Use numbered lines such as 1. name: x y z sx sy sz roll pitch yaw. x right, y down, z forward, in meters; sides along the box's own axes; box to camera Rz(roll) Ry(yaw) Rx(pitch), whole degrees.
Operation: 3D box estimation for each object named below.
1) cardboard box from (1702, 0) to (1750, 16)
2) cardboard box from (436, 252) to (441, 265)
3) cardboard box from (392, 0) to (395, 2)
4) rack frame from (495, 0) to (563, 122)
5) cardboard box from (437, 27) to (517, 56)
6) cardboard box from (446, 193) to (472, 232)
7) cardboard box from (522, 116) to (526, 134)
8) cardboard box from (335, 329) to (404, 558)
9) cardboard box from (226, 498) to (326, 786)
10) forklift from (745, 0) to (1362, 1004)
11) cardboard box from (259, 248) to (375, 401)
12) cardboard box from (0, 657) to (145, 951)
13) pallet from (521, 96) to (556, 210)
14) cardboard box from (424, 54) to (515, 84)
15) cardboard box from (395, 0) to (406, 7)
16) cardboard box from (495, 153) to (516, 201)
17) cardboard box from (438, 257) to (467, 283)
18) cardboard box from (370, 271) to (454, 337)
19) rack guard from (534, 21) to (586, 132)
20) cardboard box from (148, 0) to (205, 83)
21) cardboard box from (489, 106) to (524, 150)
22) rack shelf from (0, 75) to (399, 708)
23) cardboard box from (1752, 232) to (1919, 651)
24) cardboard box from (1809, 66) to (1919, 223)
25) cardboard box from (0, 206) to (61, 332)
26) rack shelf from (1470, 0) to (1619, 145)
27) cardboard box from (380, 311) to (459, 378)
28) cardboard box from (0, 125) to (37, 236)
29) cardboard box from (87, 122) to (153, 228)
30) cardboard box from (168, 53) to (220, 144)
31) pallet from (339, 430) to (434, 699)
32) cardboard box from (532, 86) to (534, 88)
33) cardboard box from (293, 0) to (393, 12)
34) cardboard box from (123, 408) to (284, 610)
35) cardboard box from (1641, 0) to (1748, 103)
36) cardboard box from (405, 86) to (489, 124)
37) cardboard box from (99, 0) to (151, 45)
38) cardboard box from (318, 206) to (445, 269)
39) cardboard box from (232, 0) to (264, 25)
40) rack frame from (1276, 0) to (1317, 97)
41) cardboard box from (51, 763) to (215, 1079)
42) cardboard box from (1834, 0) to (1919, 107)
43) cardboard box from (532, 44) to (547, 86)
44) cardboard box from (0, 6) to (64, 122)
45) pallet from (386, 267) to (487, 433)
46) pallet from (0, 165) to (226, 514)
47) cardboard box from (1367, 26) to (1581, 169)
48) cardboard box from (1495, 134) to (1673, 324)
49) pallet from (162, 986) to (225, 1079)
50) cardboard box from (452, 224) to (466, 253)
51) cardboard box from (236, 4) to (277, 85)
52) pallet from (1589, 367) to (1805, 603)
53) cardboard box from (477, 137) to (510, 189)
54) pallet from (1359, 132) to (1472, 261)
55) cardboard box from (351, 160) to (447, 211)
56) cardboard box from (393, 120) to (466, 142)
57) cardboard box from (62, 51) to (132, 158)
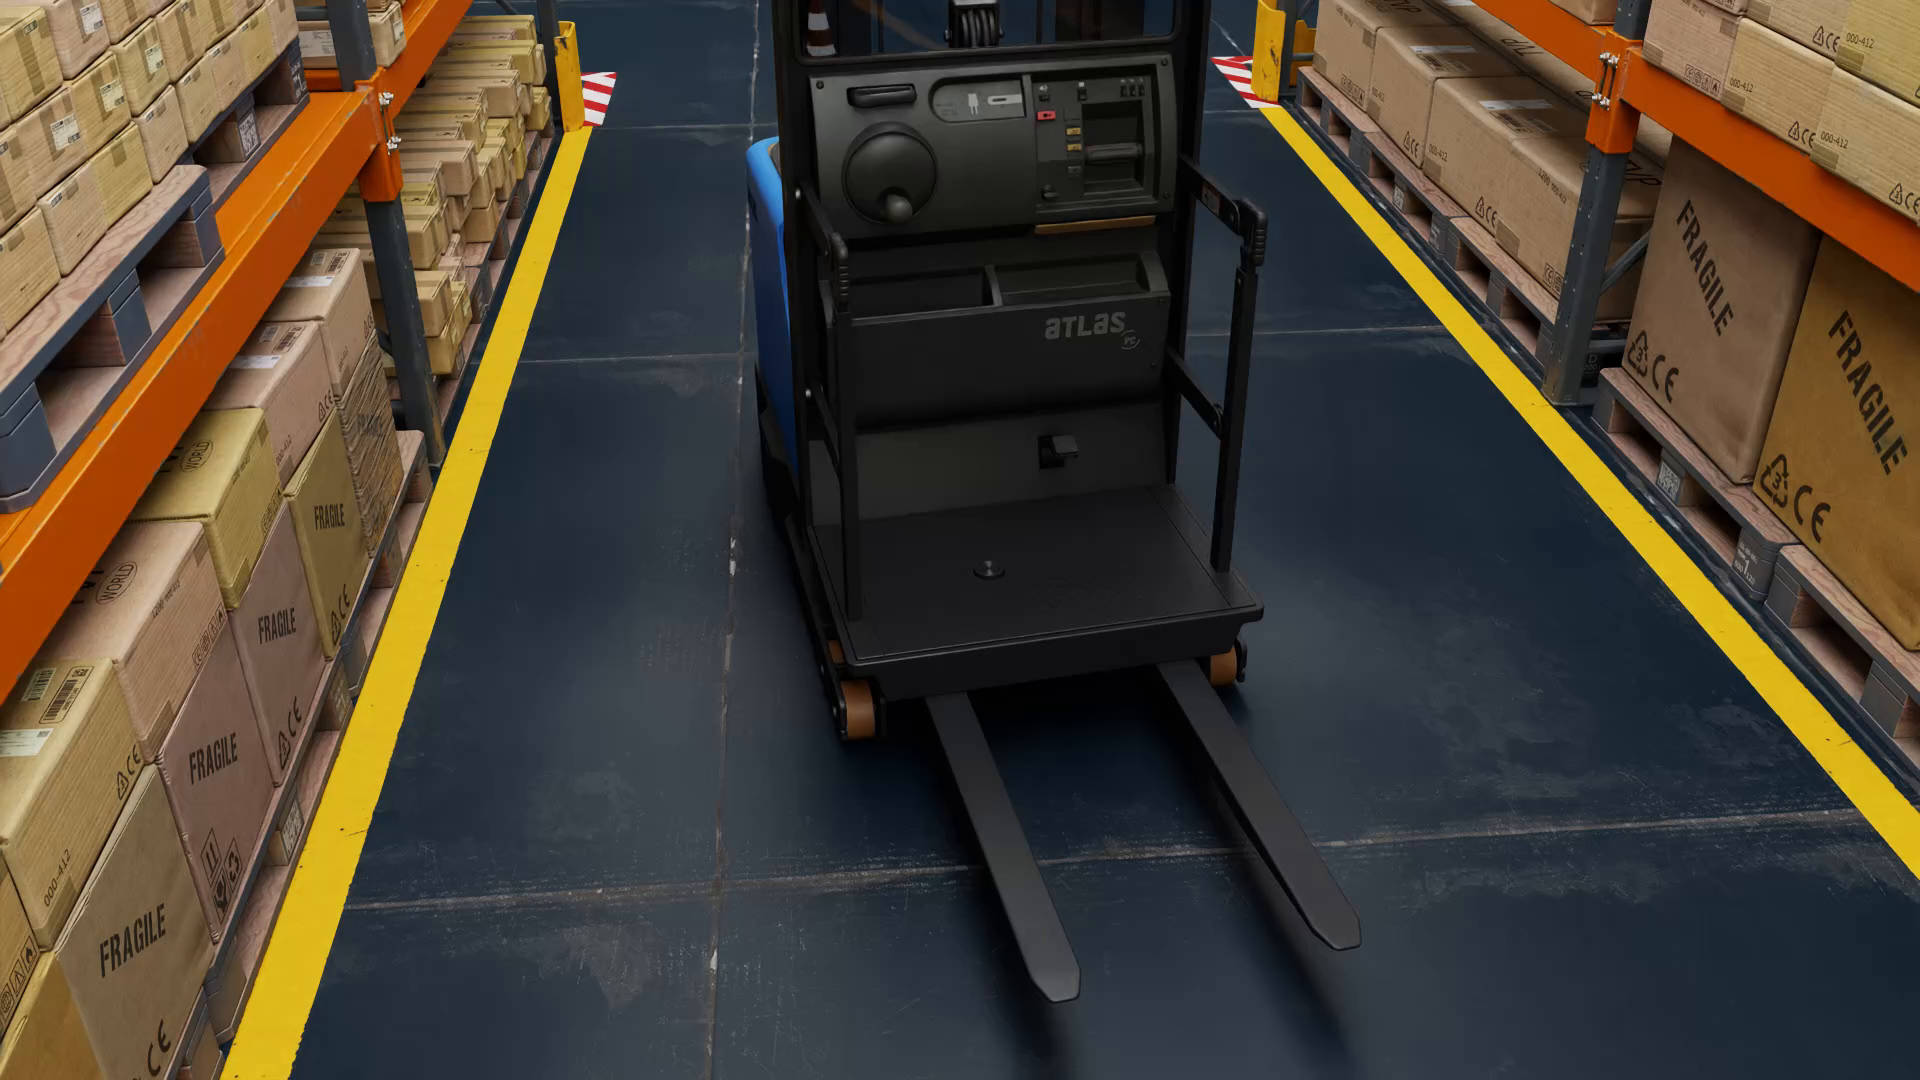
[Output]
1. cardboard box: 2.411 -1.734 4.887 0.500 0.250 0.500 -4 31 -6
2. cardboard box: -2.155 -1.065 6.189 0.380 0.149 0.250 -3 31 -5
3. cardboard box: -2.067 -1.714 5.439 0.380 0.149 0.250 -2 31 -3
4. rack frame: -2.642 -3.575 8.311 1.000 3.000 0.127 -3 31 -5
5. cardboard box: -2.374 -2.398 8.130 0.380 0.149 0.250 -2 31 -4
6. cardboard box: -2.179 -1.345 6.657 0.380 0.149 0.250 -1 31 -2
7. cardboard box: -2.321 -2.008 8.057 0.380 0.149 0.250 -3 31 -5
8. cardboard box: -1.948 -0.275 4.813 0.500 0.500 0.500 -3 31 -6
9. cardboard box: -1.857 0.249 3.935 0.500 0.500 0.500 -3 31 -6
10. forklift: 0.147 -0.948 3.979 1.130 2.935 3.031 -7 32 -12
11. cardboard box: -1.947 -0.594 4.616 0.500 0.250 0.500 -4 31 -6
12. cardboard box: -1.765 0.457 2.856 0.500 0.250 0.500 -3 31 -5
13. pallet: -2.594 -1.923 8.264 1.003 0.211 1.213 -3 31 -5
14. cardboard box: -2.262 -2.137 7.692 0.380 0.149 0.250 -4 31 -7
15. cardboard box: -2.163 -1.987 5.896 0.380 0.149 0.250 -4 31 -7
16. cardboard box: -2.193 -1.614 7.398 0.380 0.149 0.250 -2 31 -4
17. cardboard box: -2.082 -0.951 6.288 0.380 0.149 0.250 -3 31 -5
18. cardboard box: -1.983 -0.818 5.774 0.380 0.149 0.250 -1 31 -2
19. rack guard: -2.635 -2.464 8.887 1.175 0.500 0.348 -3 31 -5
20. cardboard box: -1.958 -1.139 3.777 0.380 0.149 0.250 -4 31 -6
21. cardboard box: -2.197 -1.875 7.544 0.380 0.149 0.250 -2 31 -4
22. rack shelf: -2.081 -0.203 3.367 1.077 0.370 4.000 -3 31 -5
23. cardboard box: 2.881 -0.317 4.517 0.875 0.875 0.875 -2 31 -3
24. cardboard box: 2.511 -0.994 4.135 0.500 0.250 0.500 -3 31 -5
25. cardboard box: -1.861 -0.478 2.961 0.380 0.149 0.250 -2 31 -4
26. rack shelf: 2.464 -2.534 7.269 1.077 0.370 4.000 -3 31 -5
27. cardboard box: -1.982 -0.691 5.852 0.380 0.149 0.250 -4 31 -7
28. cardboard box: -1.861 -0.605 2.883 0.380 0.149 0.250 -3 31 -5
29. cardboard box: -1.909 -0.747 3.412 0.380 0.149 0.250 -1 31 -2
30. cardboard box: -1.964 -1.024 3.875 0.380 0.149 0.250 -4 31 -7
31. pallet: -2.194 0.061 4.941 1.003 0.211 1.213 -3 31 -5
32. cardboard box: -2.385 -2.273 8.501 0.380 0.149 0.250 -2 31 -4
33. cardboard box: -2.063 -1.969 5.233 0.500 0.500 0.500 -3 31 -5
34. cardboard box: -1.848 -0.062 3.725 0.500 0.250 0.500 -4 31 -7
35. cardboard box: 2.429 -1.520 5.016 0.500 0.250 0.500 -3 31 -6
36. cardboard box: -2.267 -1.862 7.233 0.380 0.149 0.250 -4 31 -6
37. cardboard box: -1.944 -1.137 3.483 0.380 0.149 0.250 -4 31 -6
38. cardboard box: -2.061 -1.074 5.914 0.380 0.149 0.250 -1 31 -2
39. cardboard box: -2.008 -1.405 4.223 0.380 0.149 0.250 -3 31 -4
40. rack frame: 2.277 -3.864 8.794 1.000 3.000 0.127 -3 31 -5
41. cardboard box: -1.757 0.772 3.061 0.500 0.500 0.500 -2 31 -4
42. cardboard box: 2.509 -1.210 4.010 0.500 0.250 0.500 -2 31 -4
43. cardboard box: -2.308 -2.404 8.430 0.380 0.149 0.250 -4 31 -6
44. cardboard box: -1.888 -0.863 3.024 0.380 0.149 0.250 -3 31 -5
45. pallet: -2.366 -0.677 6.178 1.003 0.211 1.213 -3 31 -5
46. pallet: -2.120 -0.417 3.211 1.003 0.211 1.213 -3 31 -5
47. cardboard box: 2.532 -2.146 8.006 0.875 0.438 0.875 -2 31 -3
48. cardboard box: 2.699 -1.228 6.470 0.875 0.438 0.875 -3 31 -5
49. pallet: -1.966 1.307 2.856 1.003 0.211 1.213 -3 31 -5
50. cardboard box: -2.215 -1.214 6.728 0.380 0.149 0.250 -4 31 -7
51. cardboard box: -2.009 -1.280 4.303 0.380 0.149 0.250 -3 31 -4
52. pallet: 2.798 -0.235 5.437 1.003 0.211 1.213 -3 31 -5
53. cardboard box: -2.138 -1.604 7.090 0.380 0.149 0.250 -2 31 -4
54. pallet: 2.541 -1.641 7.792 1.003 0.211 1.213 -3 31 -5
55. cardboard box: -2.180 -1.333 6.347 0.380 0.149 0.250 -4 31 -6
56. cardboard box: -2.230 -1.602 6.798 0.380 0.149 0.250 -4 31 -7
57. cardboard box: -1.907 -0.867 3.321 0.380 0.149 0.250 -3 31 -4
